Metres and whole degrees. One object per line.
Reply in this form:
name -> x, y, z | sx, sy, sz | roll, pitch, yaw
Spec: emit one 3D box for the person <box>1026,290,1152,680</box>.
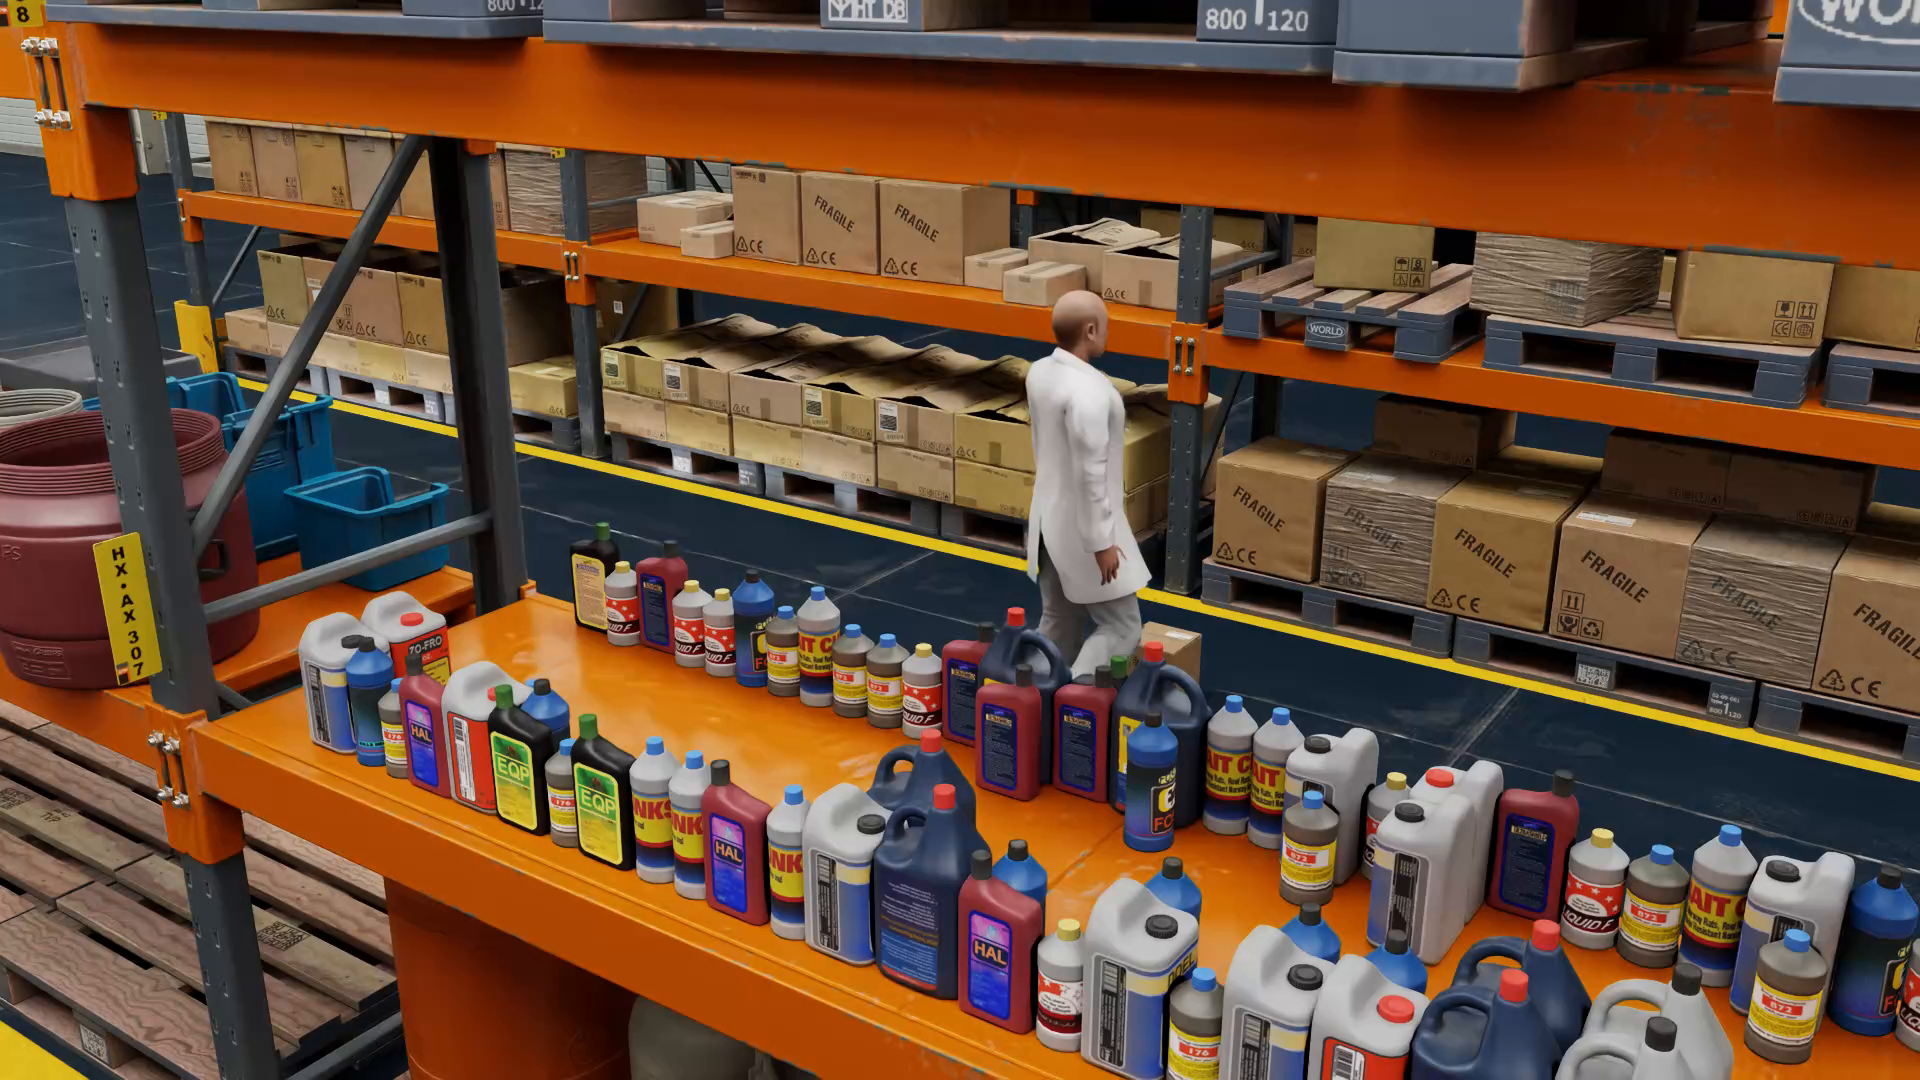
person -> 0.431, -0.050, 6.203 | 0.482, 1.778, 0.613 | -8, 21, -21
